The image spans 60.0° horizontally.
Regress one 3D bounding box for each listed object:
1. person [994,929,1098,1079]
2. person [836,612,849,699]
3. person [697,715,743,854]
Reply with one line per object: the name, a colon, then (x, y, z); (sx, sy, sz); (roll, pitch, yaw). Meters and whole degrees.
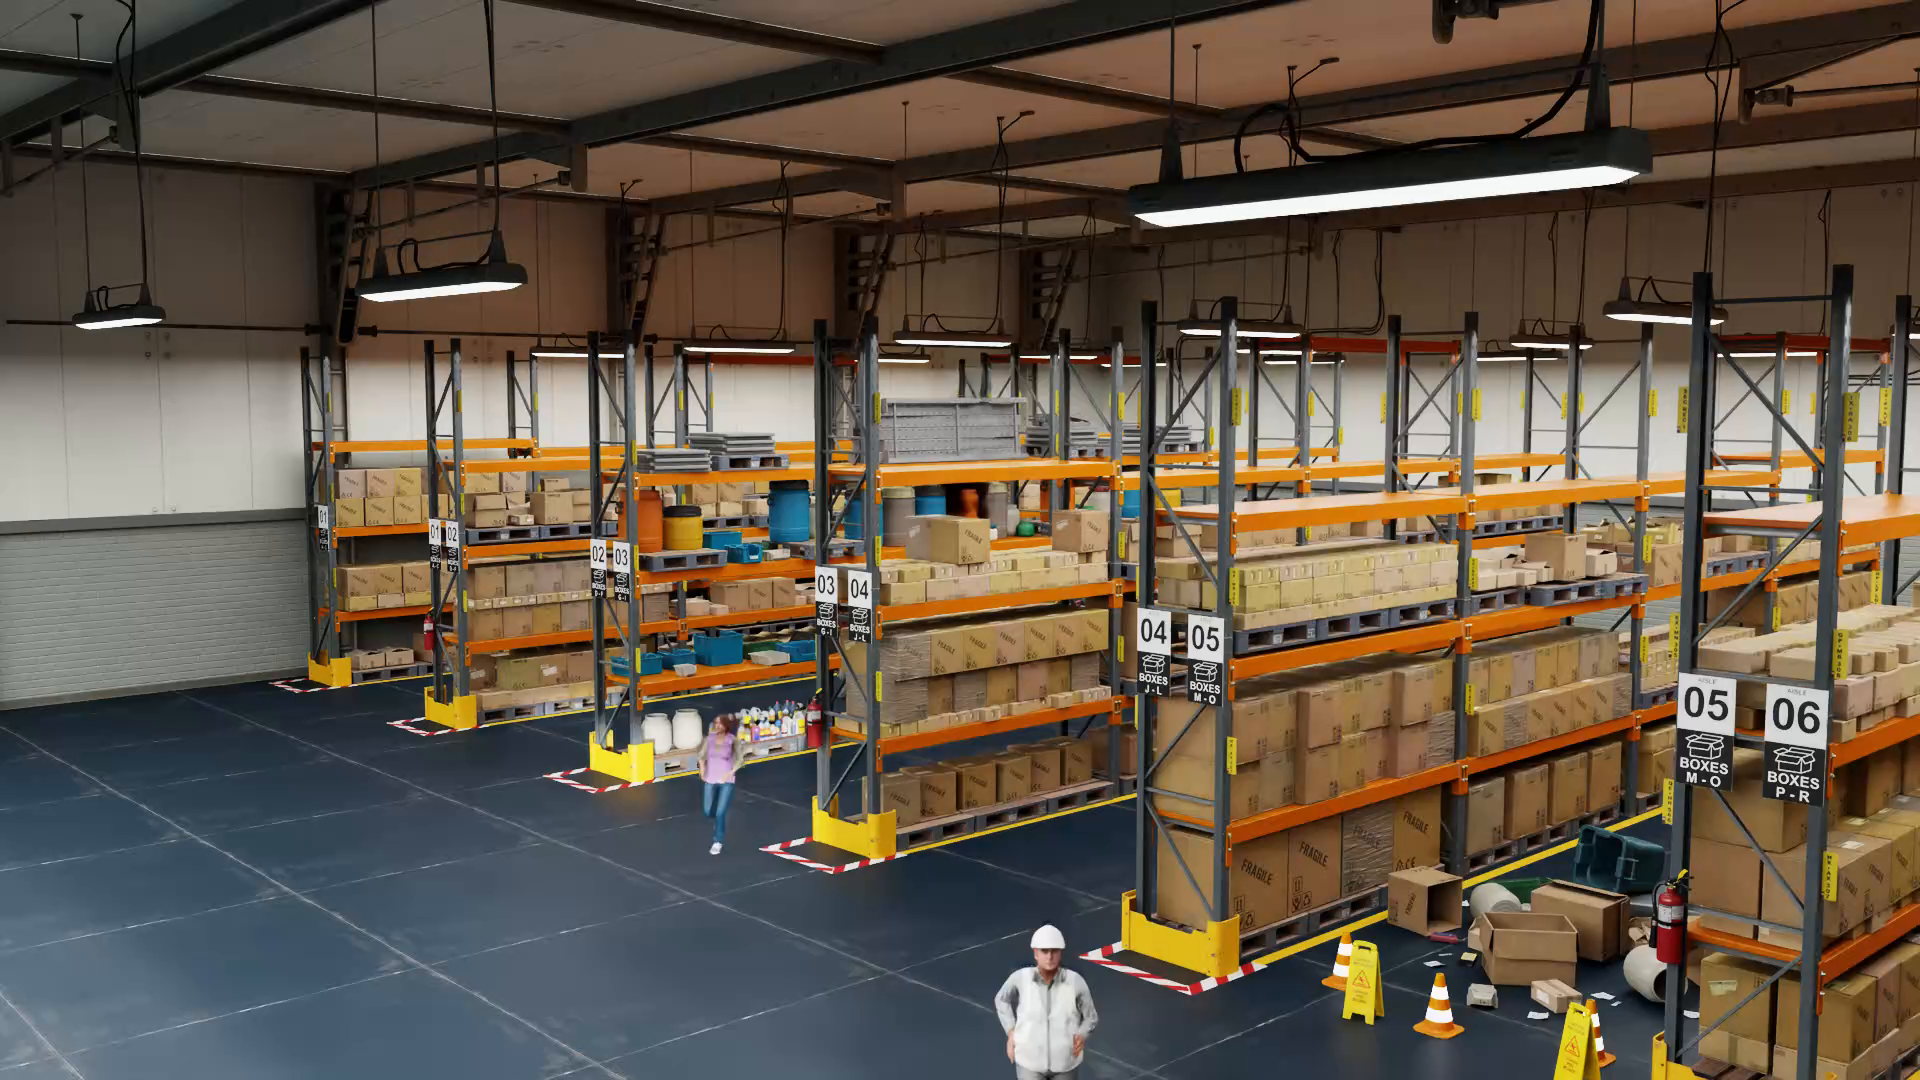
person: (0.556, 3.364, 10.658); (0.662, 1.771, 0.872); (0, 5, -1)
person: (-1.849, 1.843, 28.286); (0.626, 1.664, 0.796); (5, 7, 42)
person: (-2.728, 2.749, 18.849); (0.546, 1.557, 0.514); (1, 5, 7)
